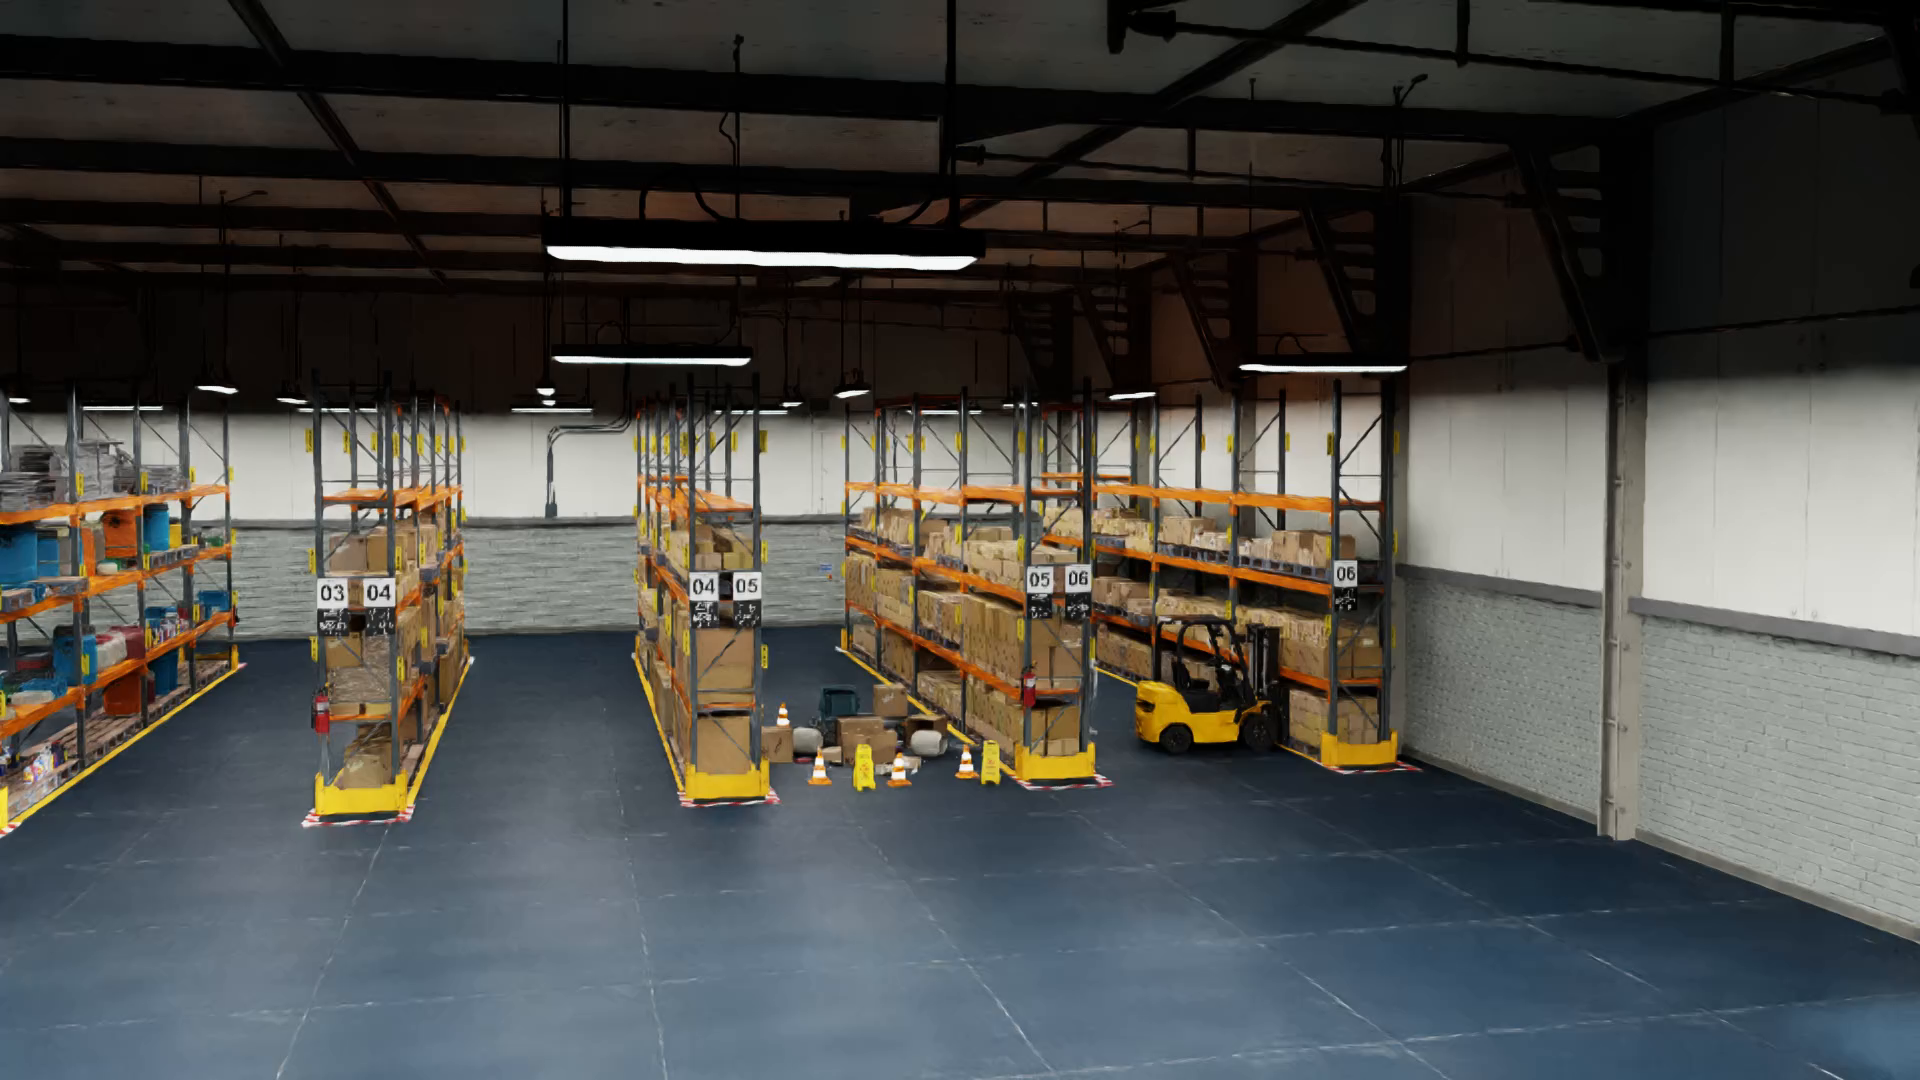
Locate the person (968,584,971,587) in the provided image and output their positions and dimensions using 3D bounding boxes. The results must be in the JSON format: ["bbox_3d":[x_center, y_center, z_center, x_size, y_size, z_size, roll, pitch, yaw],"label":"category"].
[{"bbox_3d":[0.128,1.872,38.517,0.632,1.774,0.660,1,3,13],"label":"person"}]

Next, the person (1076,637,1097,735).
[{"bbox_3d":[2.177,2.498,28.655,0.416,1.677,0.537,-3,5,-44],"label":"person"}]
